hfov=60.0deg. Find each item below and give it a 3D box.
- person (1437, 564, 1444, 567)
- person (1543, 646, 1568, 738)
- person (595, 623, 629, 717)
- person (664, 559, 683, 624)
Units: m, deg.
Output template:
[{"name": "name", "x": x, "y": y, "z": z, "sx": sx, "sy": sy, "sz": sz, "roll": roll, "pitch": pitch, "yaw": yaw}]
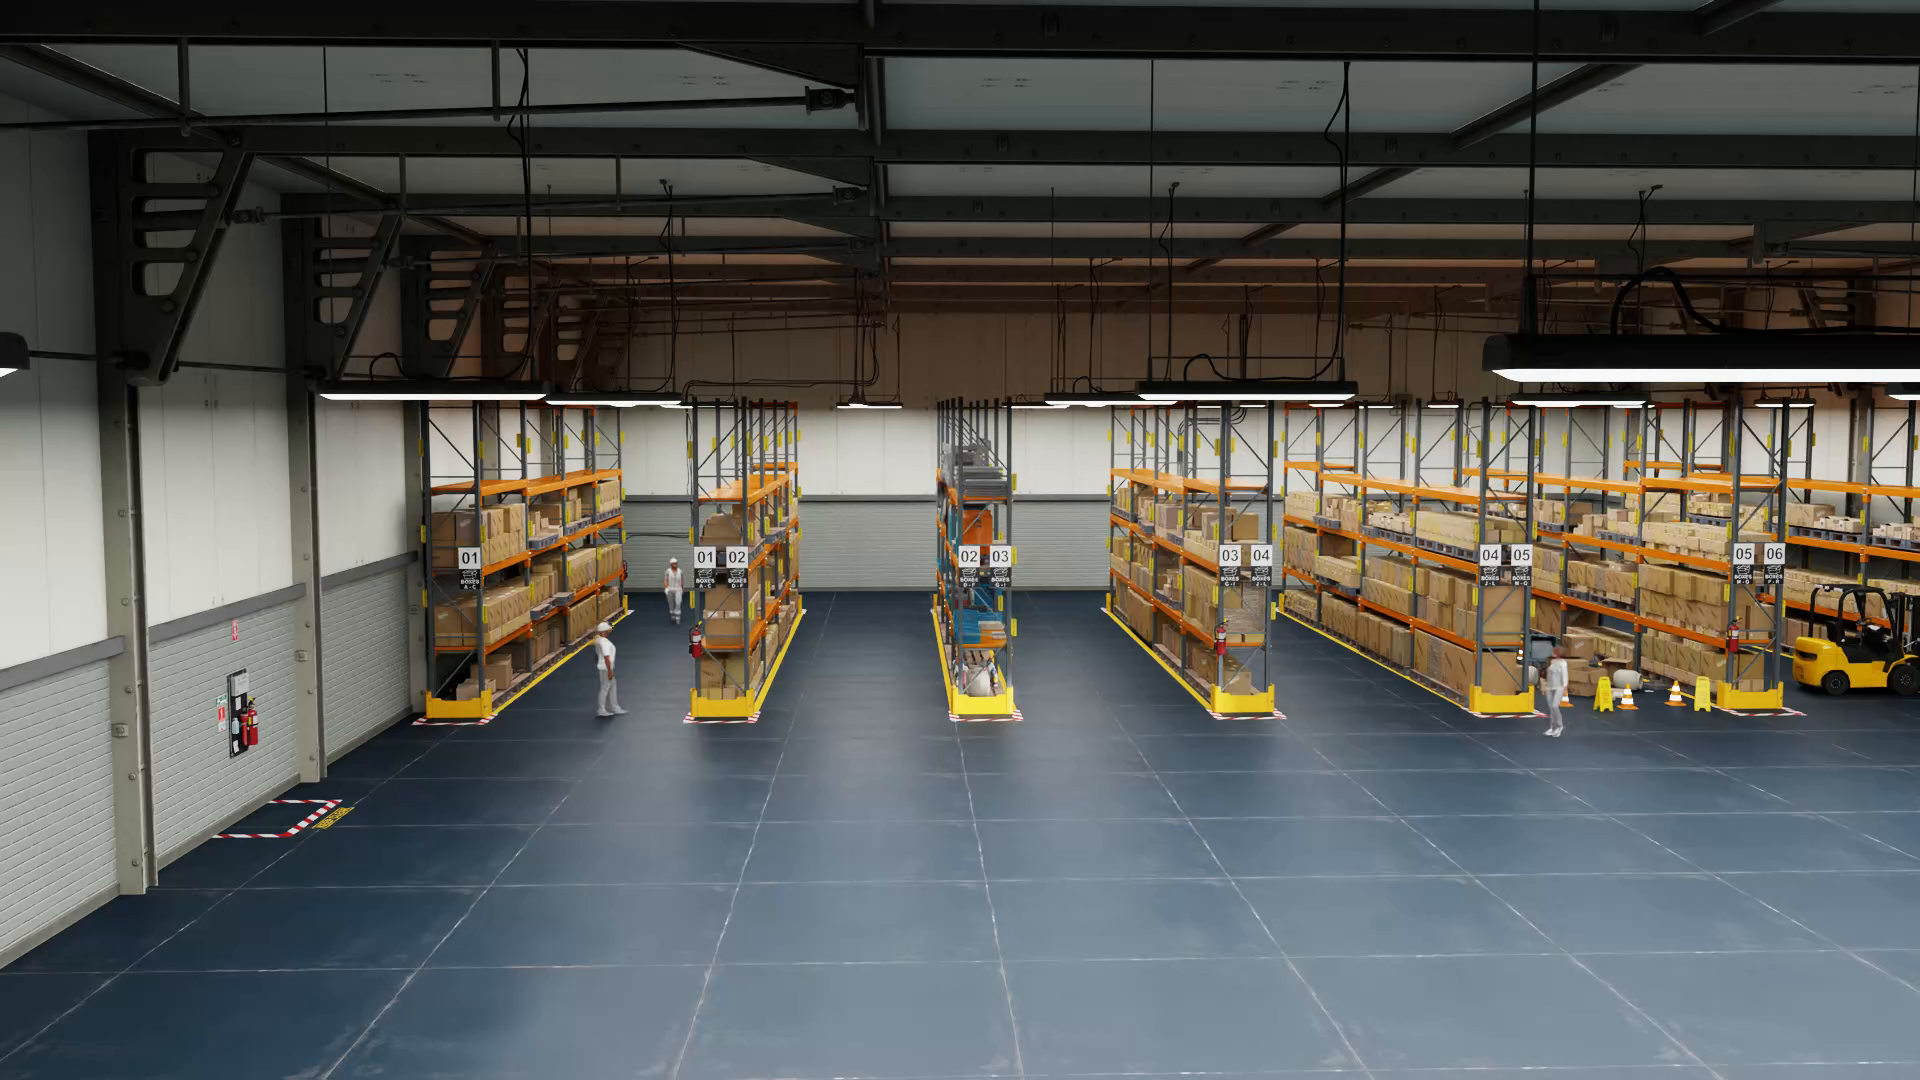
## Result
[{"name": "person", "x": 12.790, "y": 1.468, "z": 44.381, "sx": 0.441, "sy": 1.672, "sz": 0.466, "roll": 1, "pitch": 5, "yaw": 12}, {"name": "person", "x": 10.463, "y": 2.661, "z": 29.252, "sx": 0.412, "sy": 1.613, "sz": 0.475, "roll": -3, "pitch": 6, "yaw": -38}, {"name": "person", "x": -6.568, "y": 2.428, "z": 31.295, "sx": 0.608, "sy": 1.765, "sz": 0.606, "roll": 0, "pitch": 4, "yaw": -6}, {"name": "person", "x": -7.721, "y": 1.372, "z": 44.815, "sx": 0.506, "sy": 1.743, "sz": 0.975, "roll": 0, "pitch": 4, "yaw": -5}]
